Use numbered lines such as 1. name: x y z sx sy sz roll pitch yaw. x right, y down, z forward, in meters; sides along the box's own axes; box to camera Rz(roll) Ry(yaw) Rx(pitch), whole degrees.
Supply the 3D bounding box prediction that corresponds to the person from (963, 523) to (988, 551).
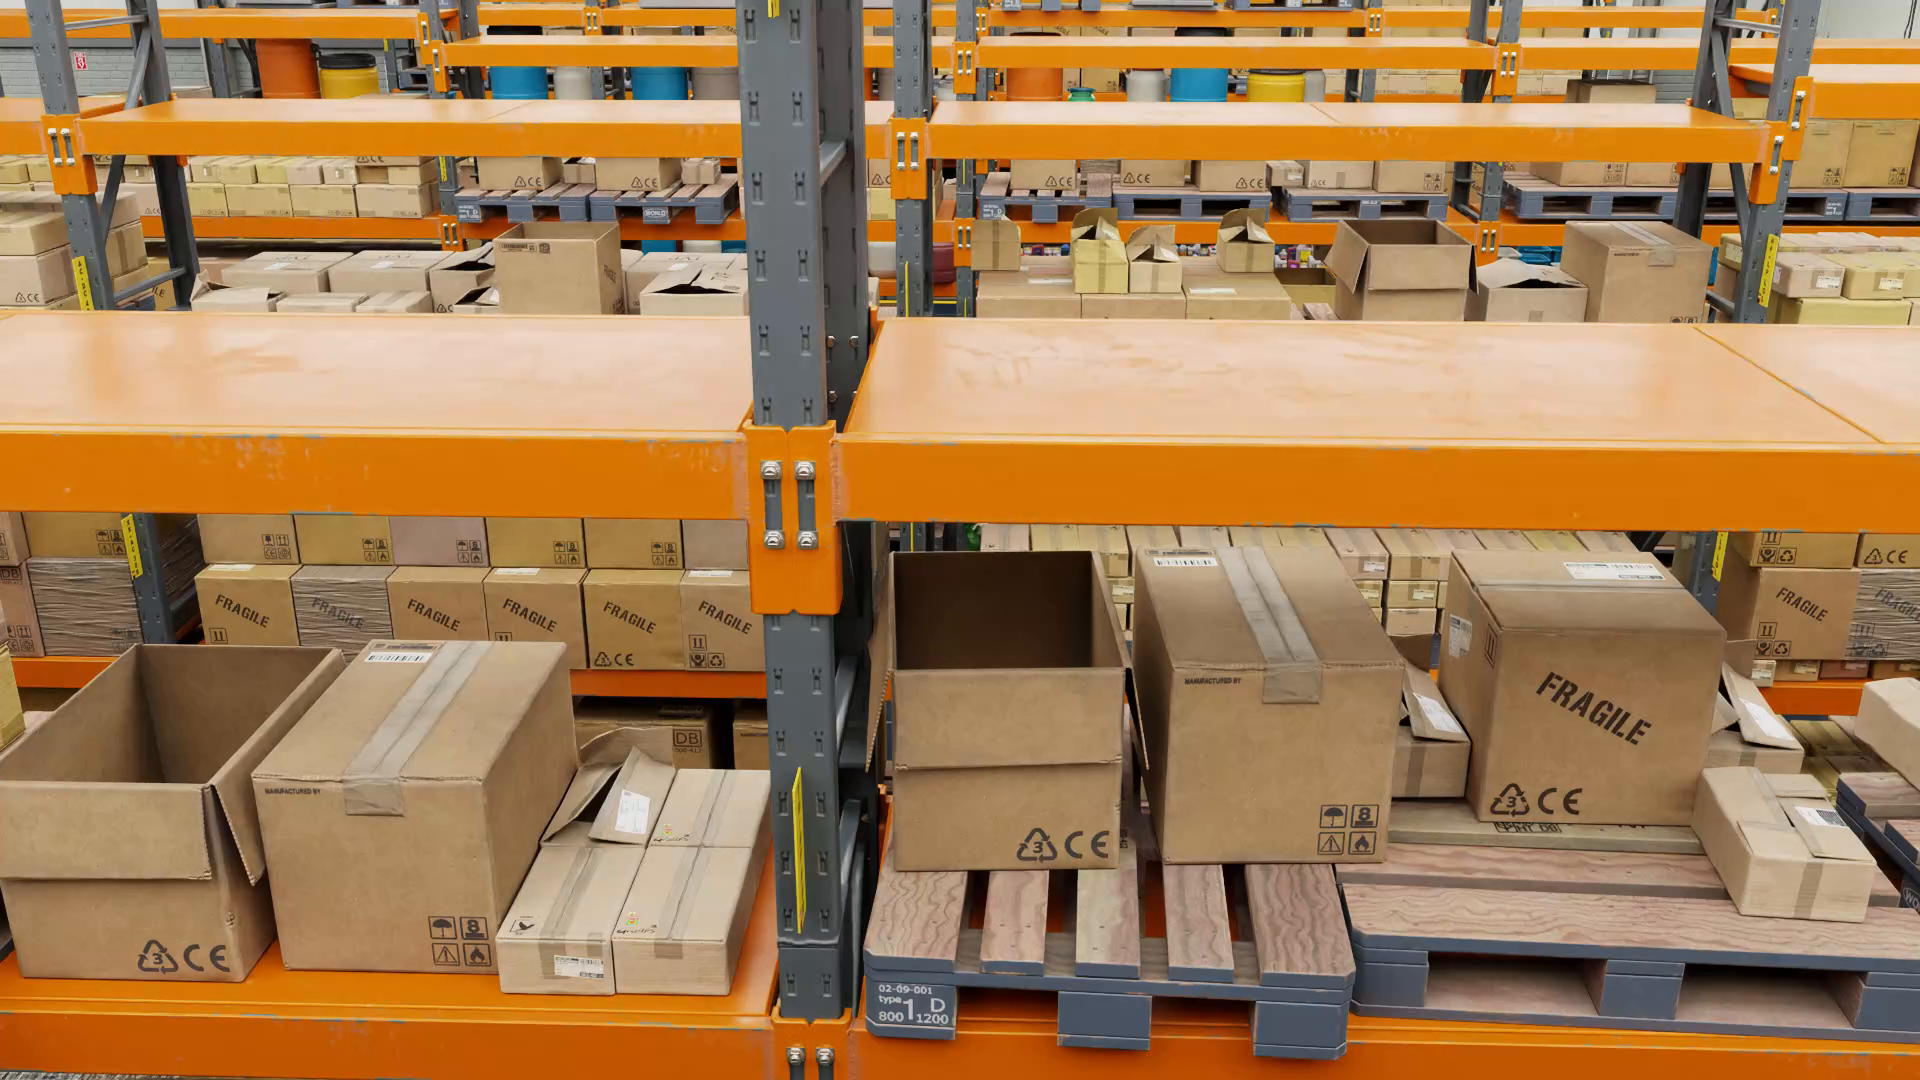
1. person: 0.158 -0.254 12.379 0.451 1.779 0.608 1 21 2
